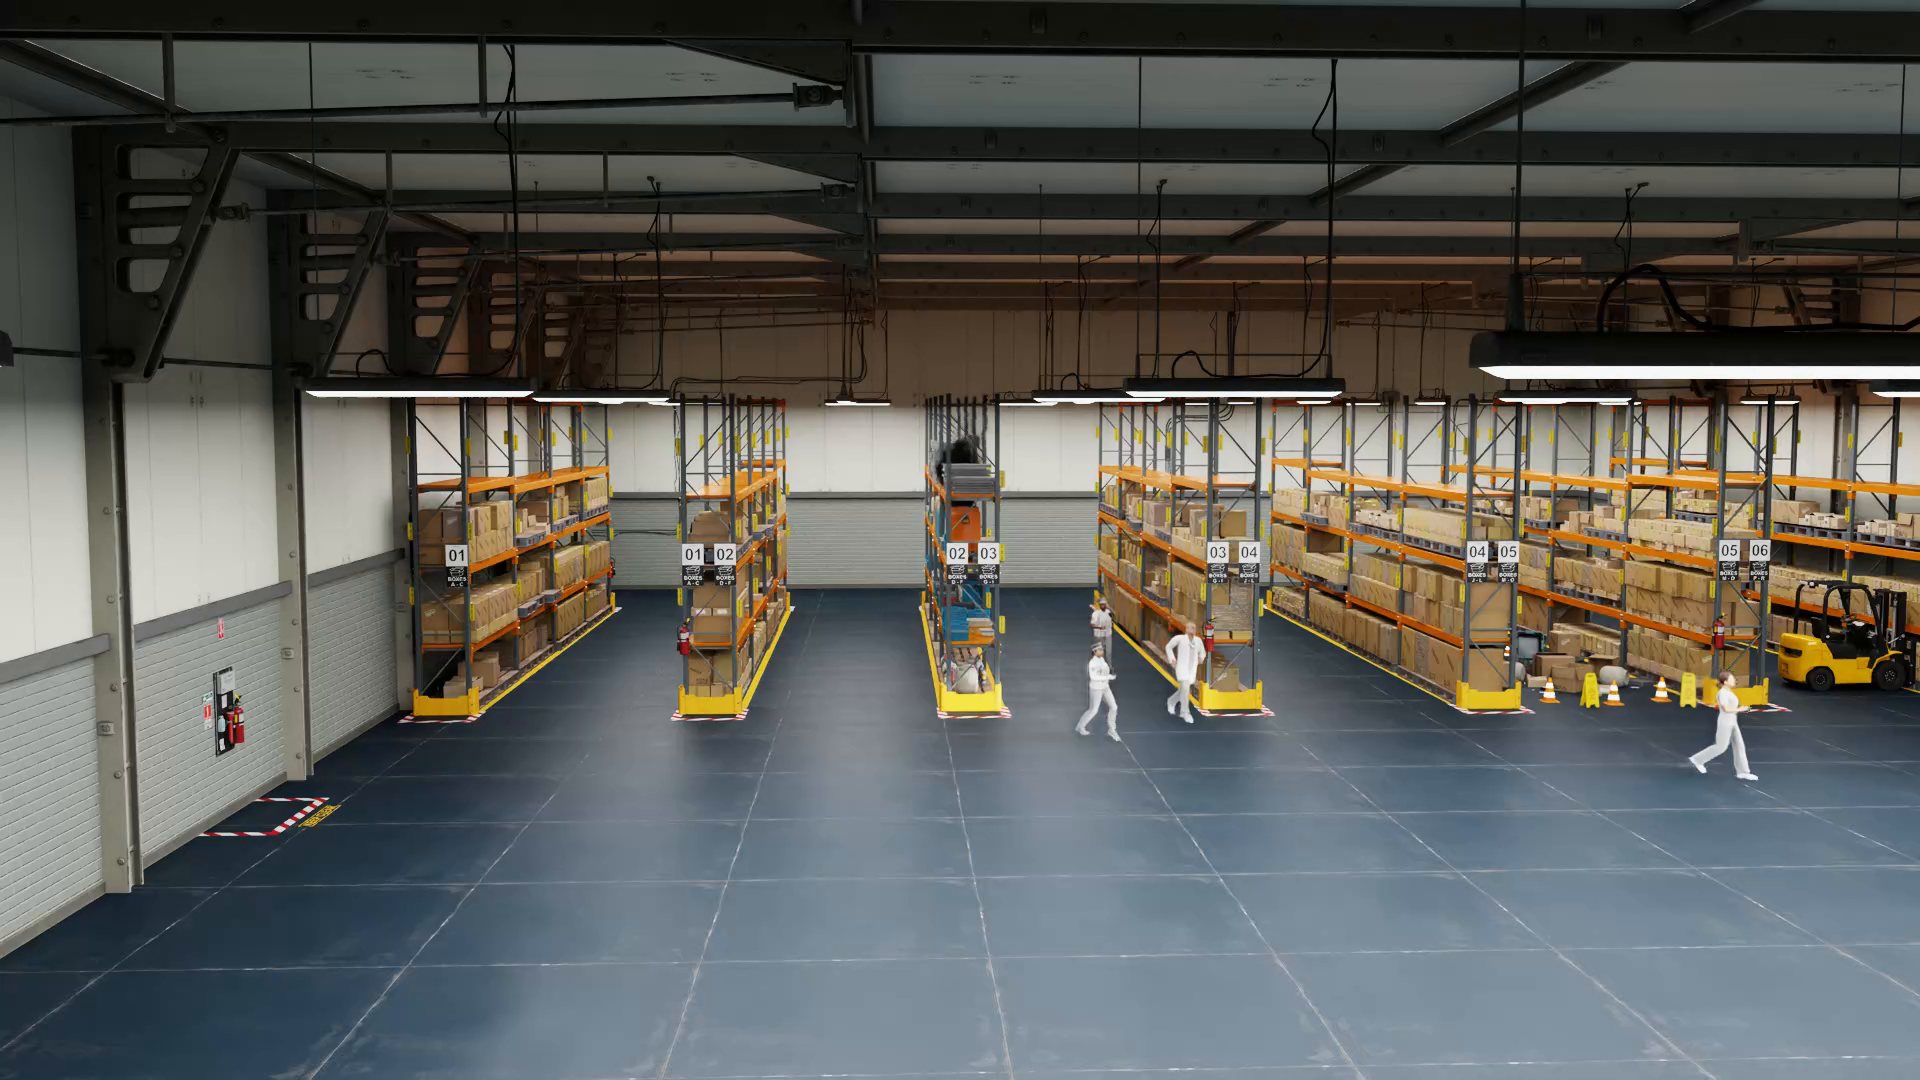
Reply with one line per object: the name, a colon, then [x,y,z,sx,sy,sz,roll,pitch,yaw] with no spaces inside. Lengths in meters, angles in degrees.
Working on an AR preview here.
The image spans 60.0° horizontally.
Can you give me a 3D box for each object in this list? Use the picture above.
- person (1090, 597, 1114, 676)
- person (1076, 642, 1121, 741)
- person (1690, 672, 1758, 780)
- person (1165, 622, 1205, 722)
person: [3.043,2.066,35.457,0.579,1.686,0.924,-1,5,-17]
person: [2.416,2.615,28.853,0.819,1.728,0.620,3,6,35]
person: [11.831,2.834,25.636,0.918,1.623,0.569,3,5,35]
person: [4.207,2.508,30.819,0.712,1.597,0.918,-2,5,-27]
